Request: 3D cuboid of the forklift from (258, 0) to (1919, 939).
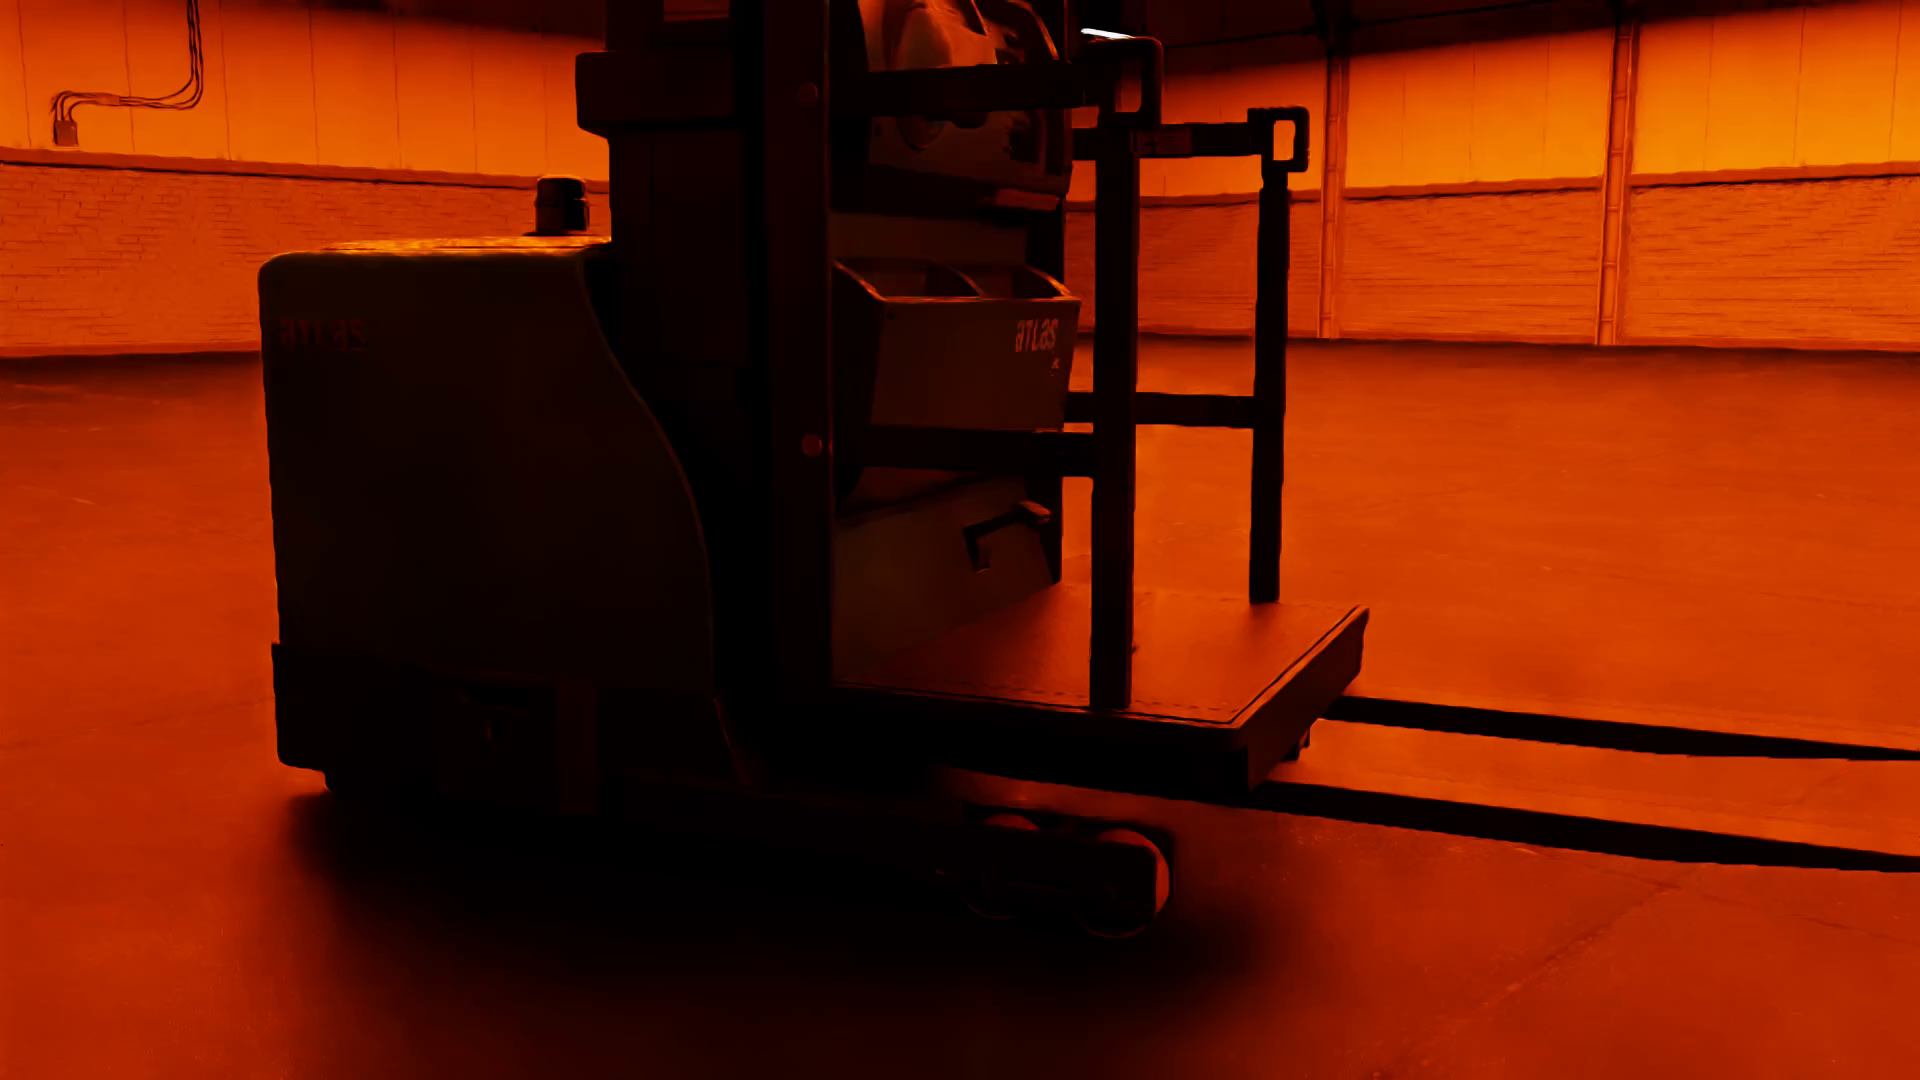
[{"bbox_3d":[0.192,-0.918,2.970,3.031,2.935,1.130,4,9,24],"label":"forklift"}]
